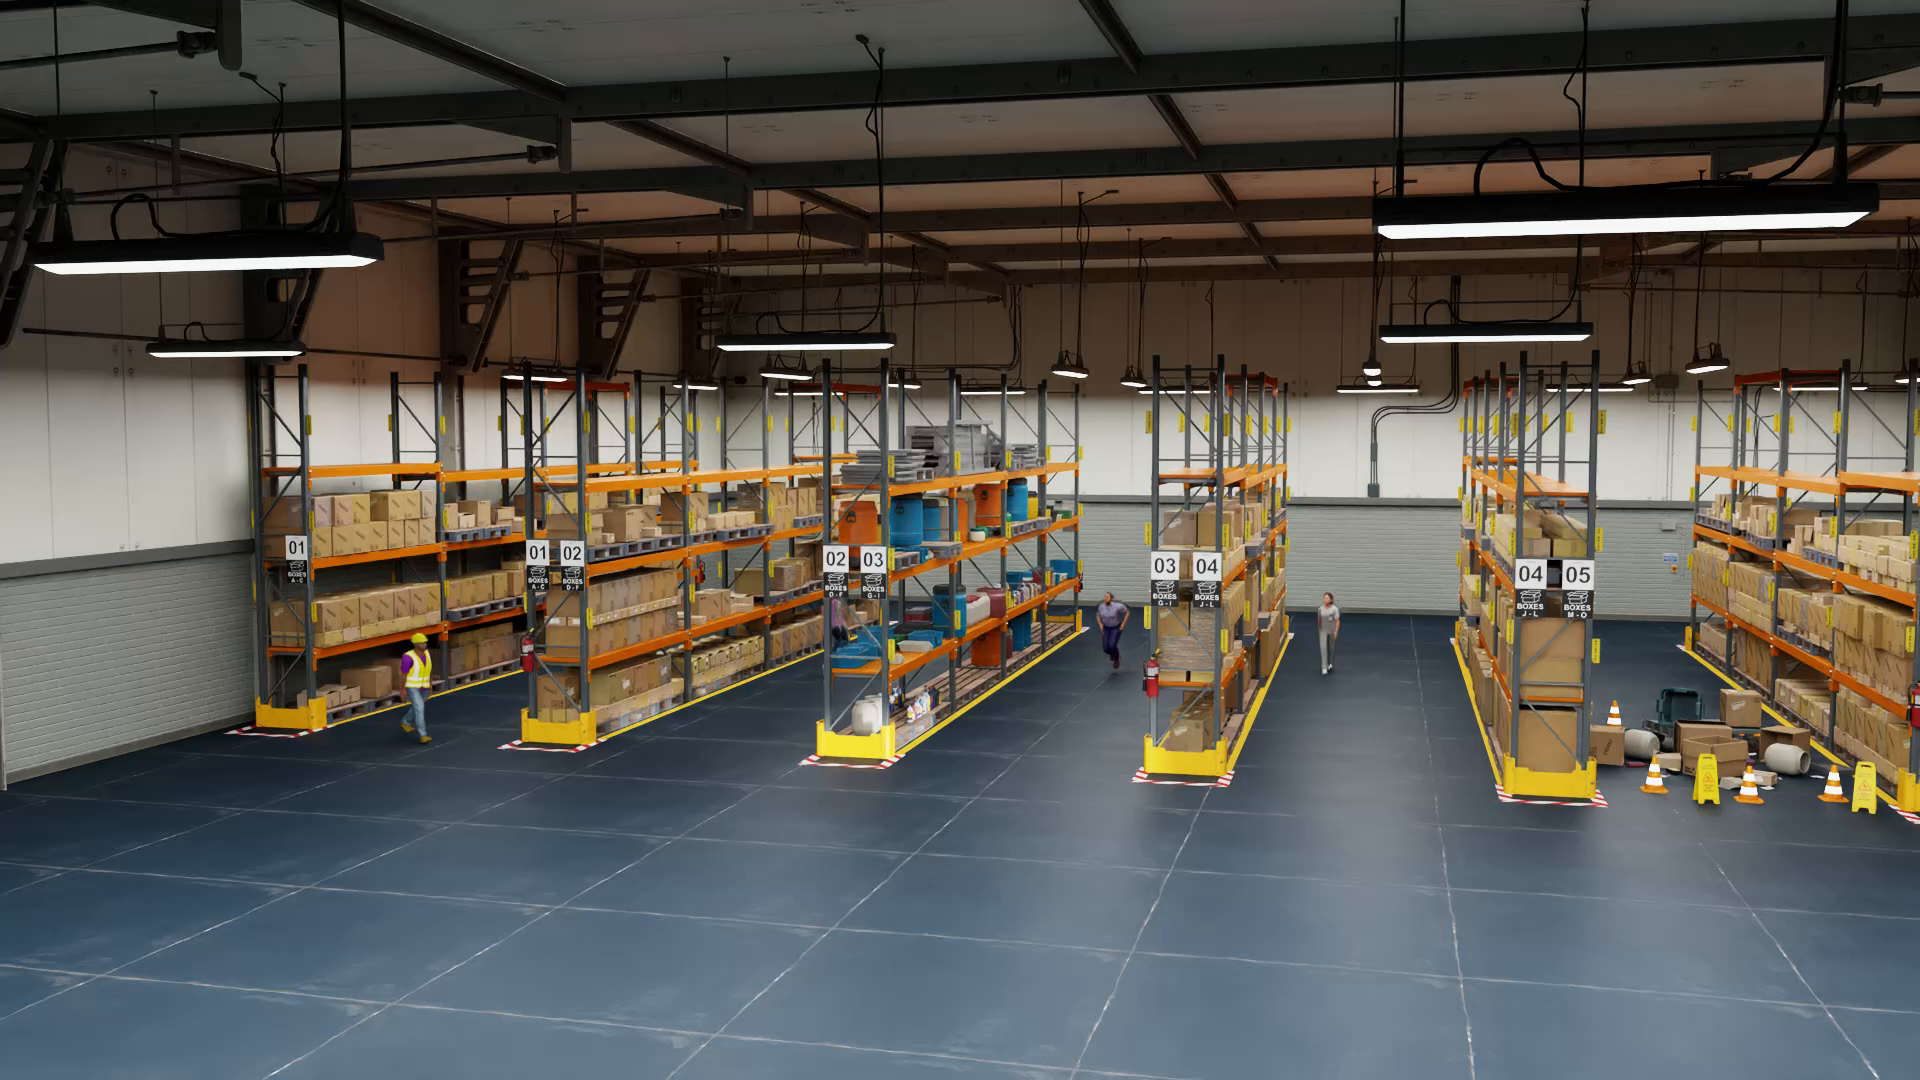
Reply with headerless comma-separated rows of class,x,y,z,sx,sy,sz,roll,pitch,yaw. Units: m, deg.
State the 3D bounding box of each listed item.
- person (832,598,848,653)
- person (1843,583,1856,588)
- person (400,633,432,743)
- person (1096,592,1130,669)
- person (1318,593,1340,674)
person,-2.524,1.711,33.639,0.443,1.513,0.440,3,5,34
person,21.381,1.324,40.084,0.488,1.784,0.582,0,4,-6
person,-8.652,2.325,26.428,1.081,1.719,0.581,3,5,39
person,3.063,1.800,33.209,0.654,1.560,0.746,2,4,25
person,7.438,1.865,33.556,0.436,1.610,1.058,1,4,11
